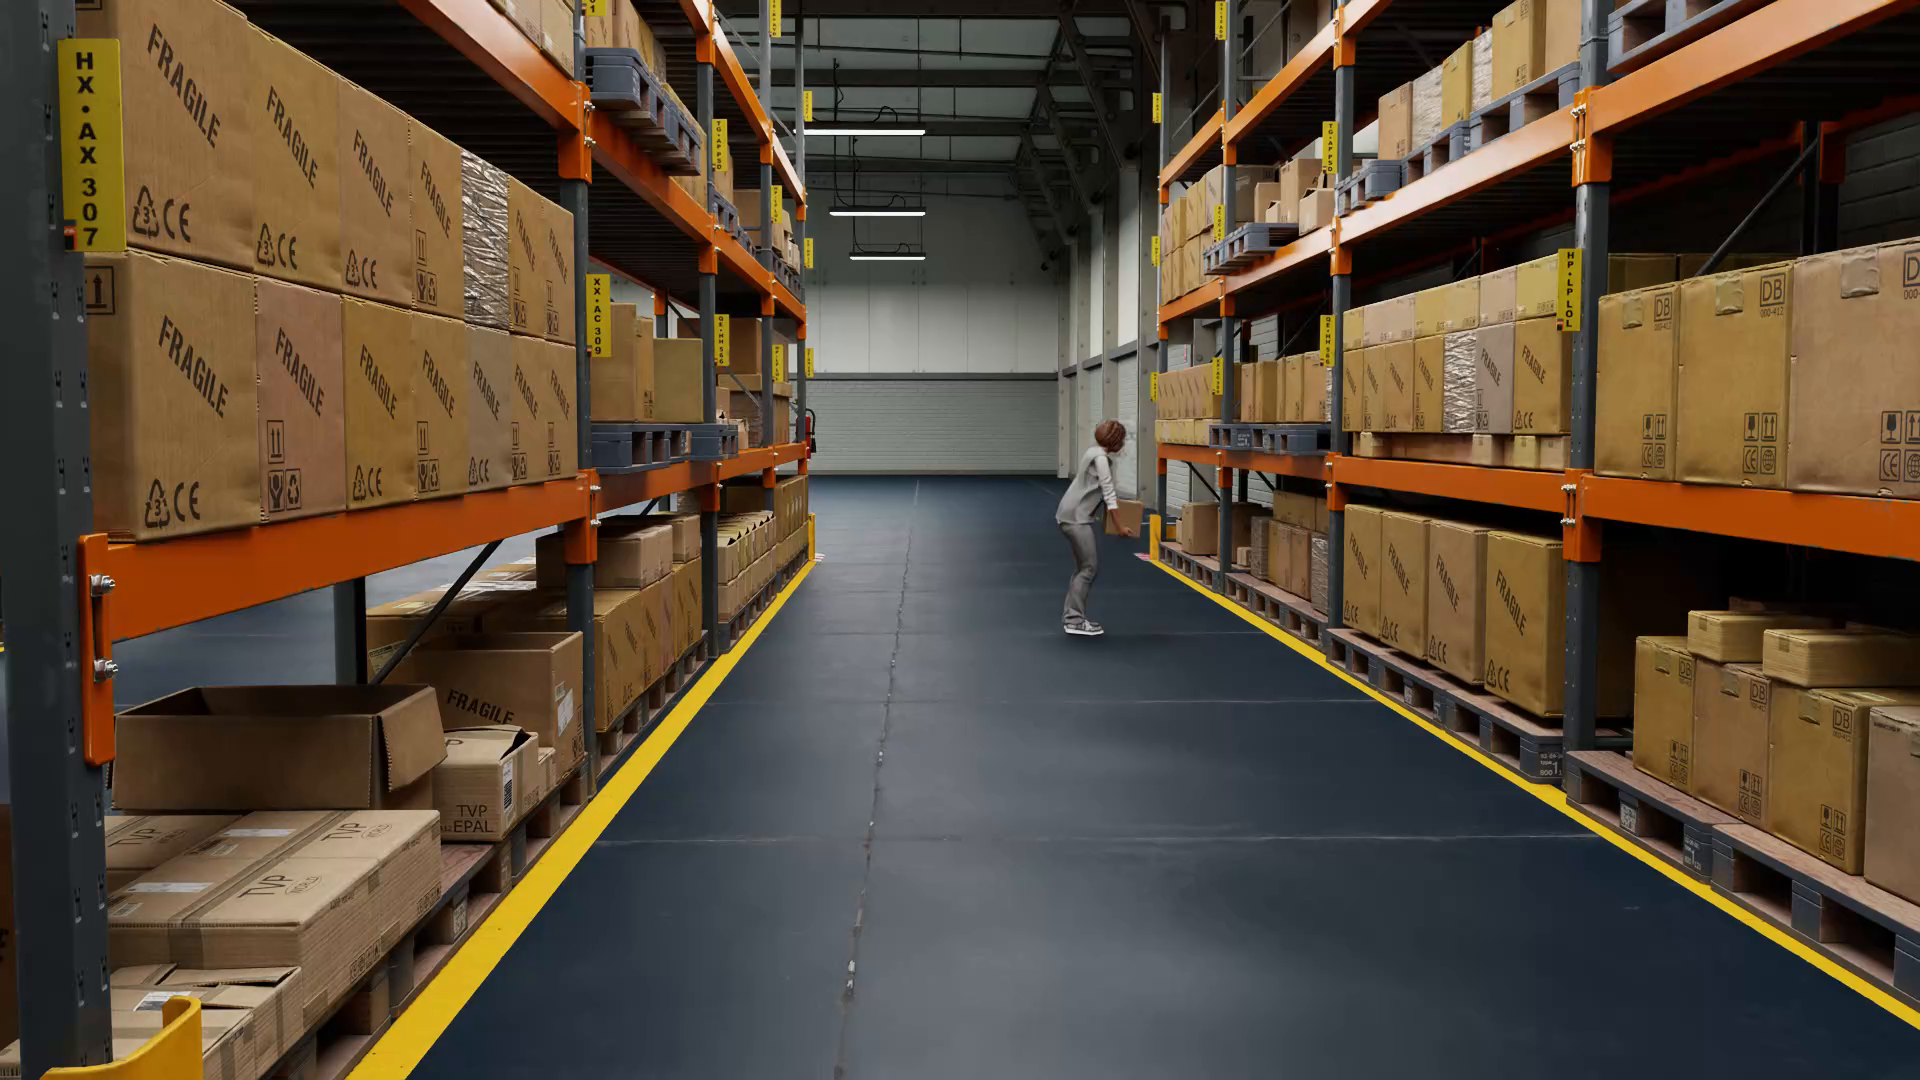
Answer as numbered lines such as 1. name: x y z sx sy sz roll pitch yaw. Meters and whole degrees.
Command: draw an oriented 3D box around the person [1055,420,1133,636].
1. person: 0.962 -0.090 11.992 0.547 1.541 0.374 0 4 -2
